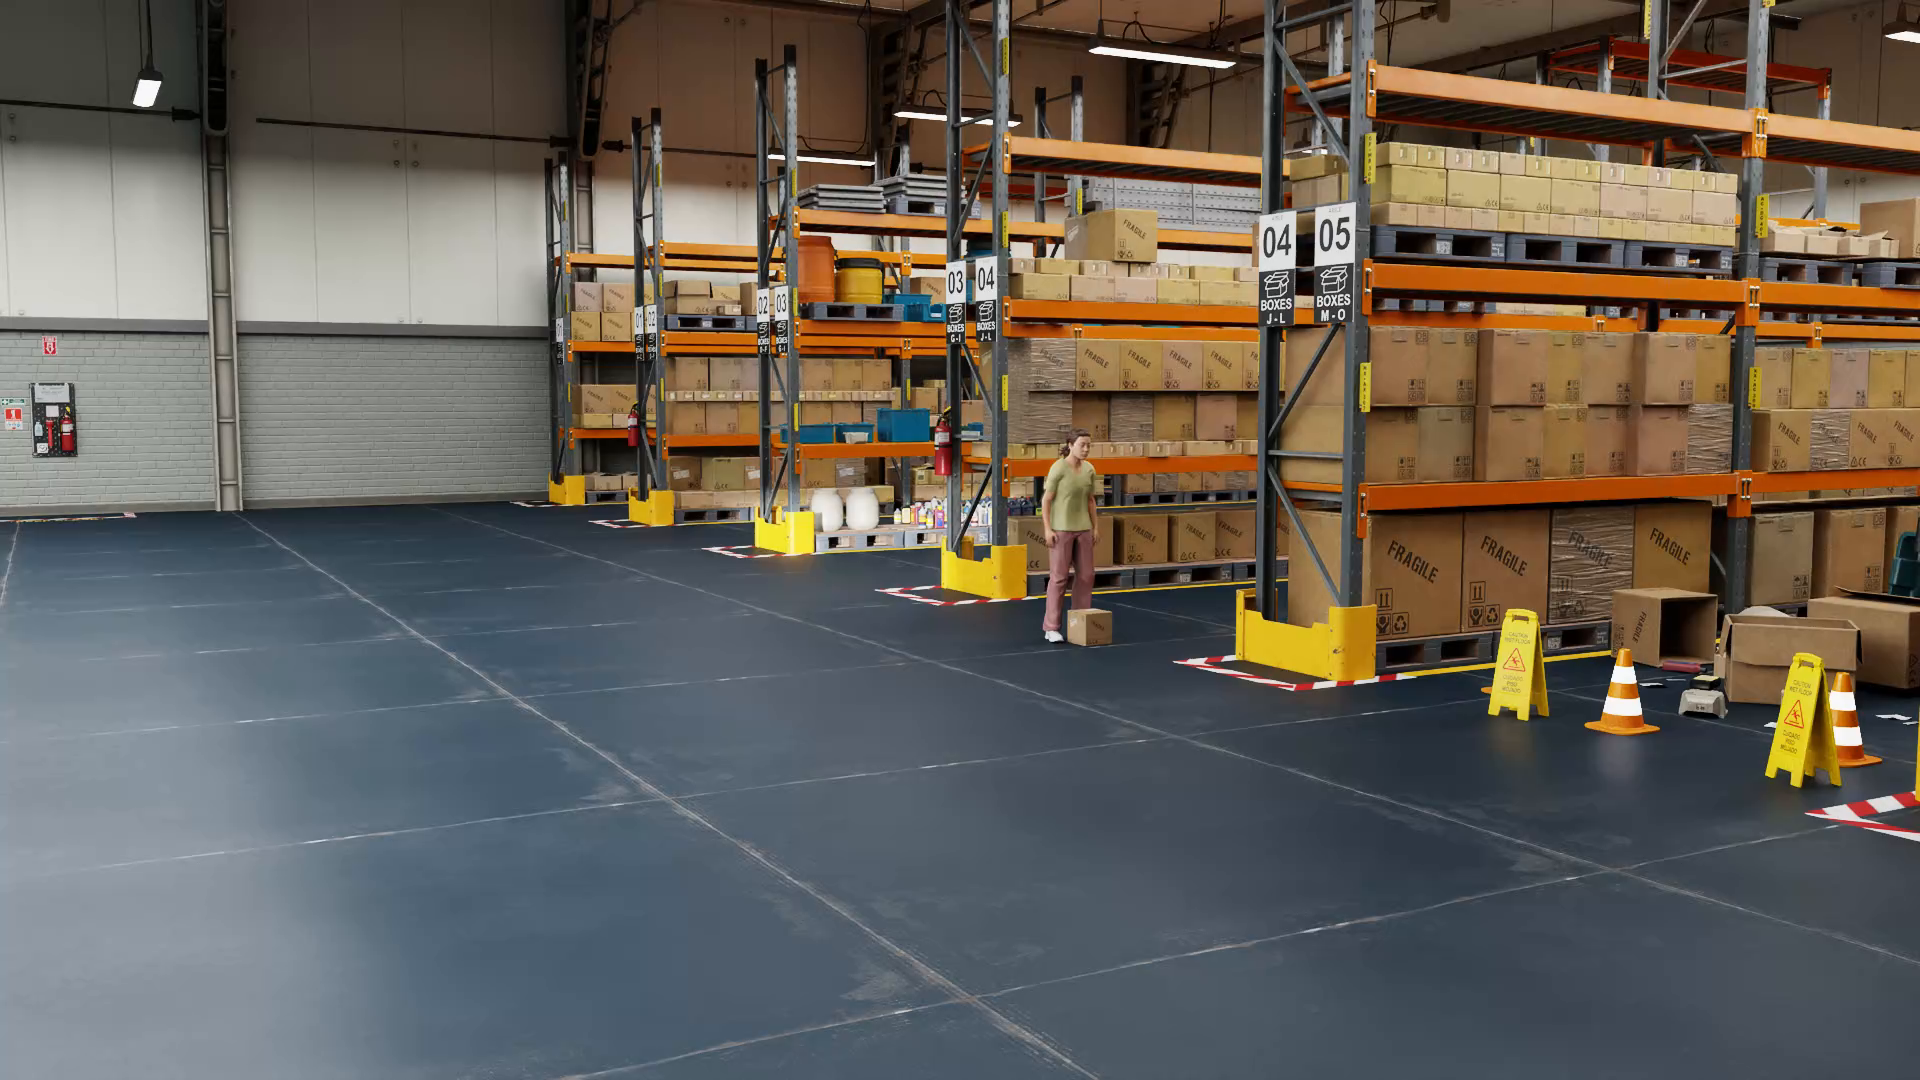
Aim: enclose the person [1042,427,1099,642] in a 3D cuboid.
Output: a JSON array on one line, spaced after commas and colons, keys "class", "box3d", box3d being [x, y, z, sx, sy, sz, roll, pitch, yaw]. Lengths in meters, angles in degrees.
[{"class": "person", "box3d": [0.883, -0.052, 13.050, 0.504, 1.672, 0.353, -3, 6, -30]}]
